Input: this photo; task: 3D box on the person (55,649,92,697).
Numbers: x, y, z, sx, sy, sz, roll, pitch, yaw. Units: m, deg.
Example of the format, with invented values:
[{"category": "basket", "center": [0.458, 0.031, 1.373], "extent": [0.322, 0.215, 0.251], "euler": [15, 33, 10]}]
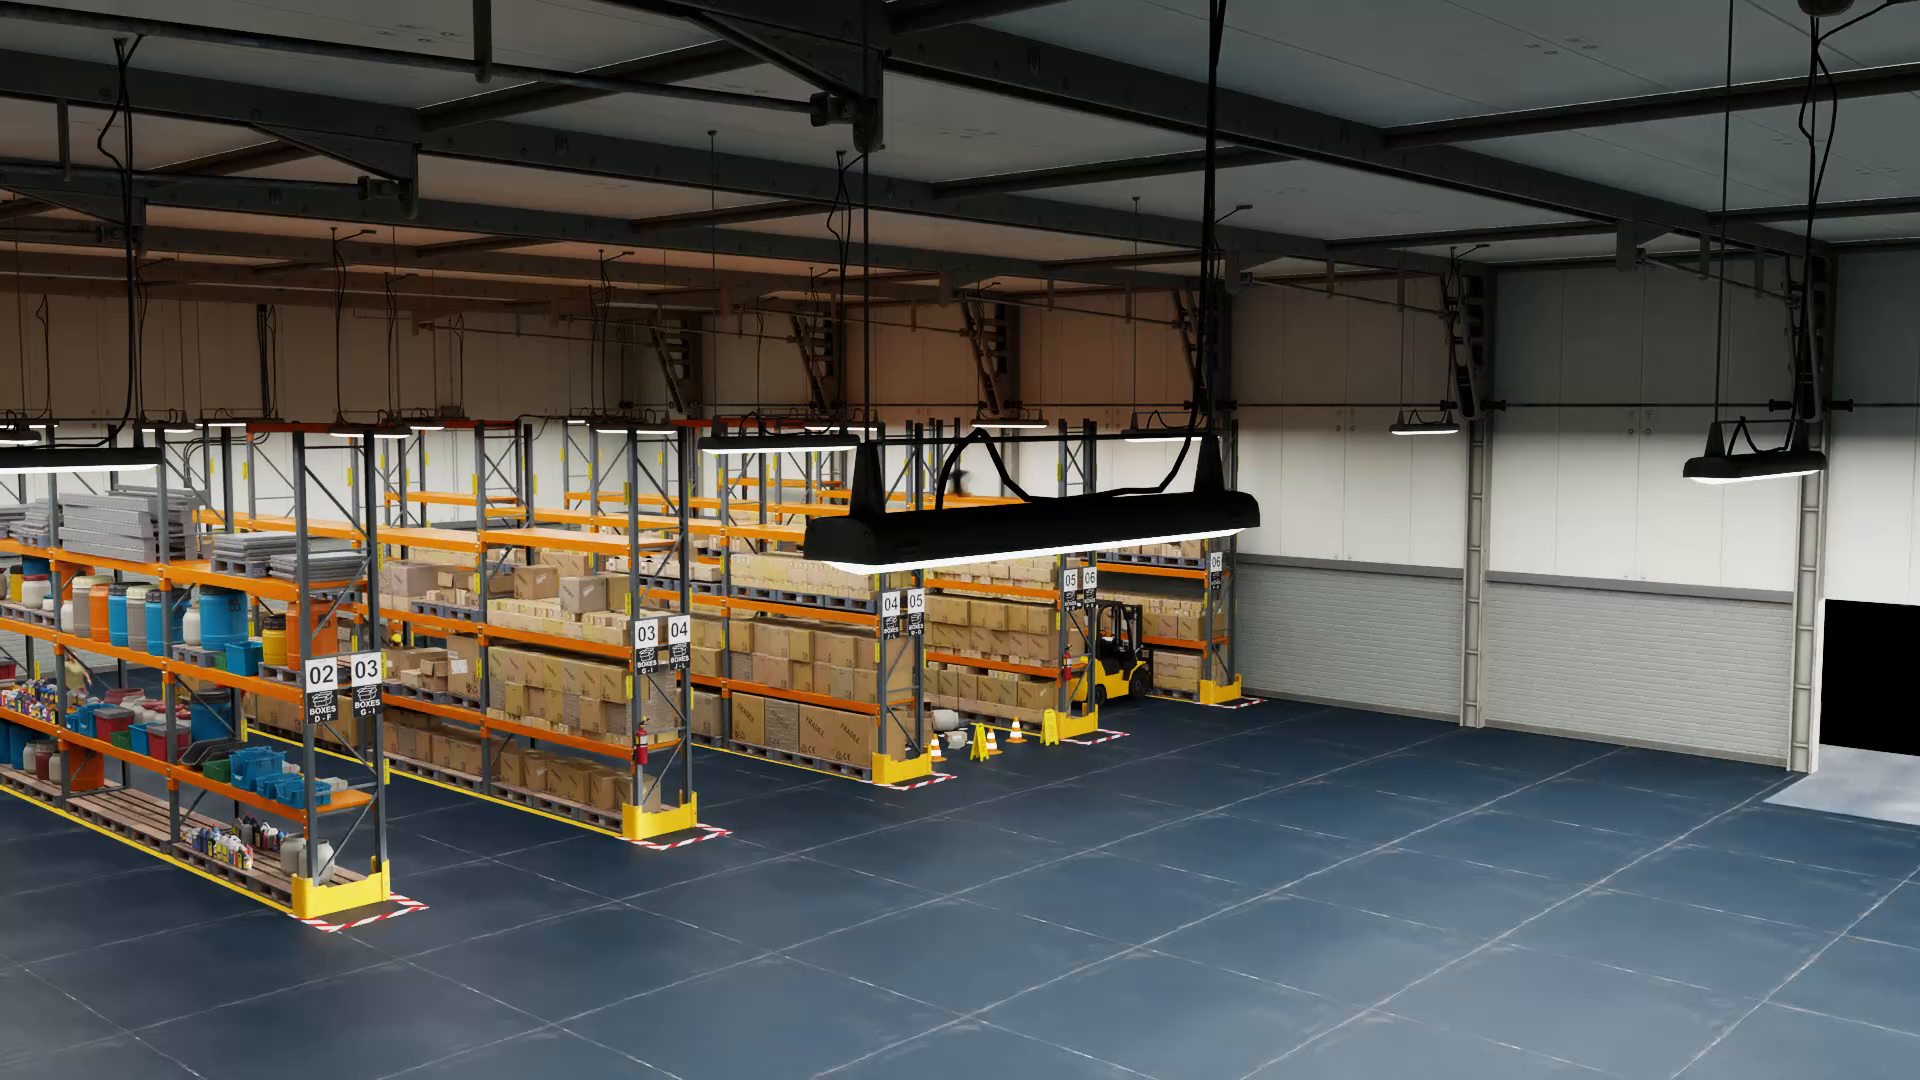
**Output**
[{"category": "person", "center": [-17.260, 2.876, 32.487], "extent": [0.473, 1.529, 0.657], "euler": [1, 5, 11]}]

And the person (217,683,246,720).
[{"category": "person", "center": [-13.438, 3.149, 30.588], "extent": [0.759, 1.405, 0.658], "euler": [3, 5, 31]}]

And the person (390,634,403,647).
[{"category": "person", "center": [-11.826, 2.709, 34.504], "extent": [0.917, 1.596, 0.652], "euler": [2, 5, 26]}]
